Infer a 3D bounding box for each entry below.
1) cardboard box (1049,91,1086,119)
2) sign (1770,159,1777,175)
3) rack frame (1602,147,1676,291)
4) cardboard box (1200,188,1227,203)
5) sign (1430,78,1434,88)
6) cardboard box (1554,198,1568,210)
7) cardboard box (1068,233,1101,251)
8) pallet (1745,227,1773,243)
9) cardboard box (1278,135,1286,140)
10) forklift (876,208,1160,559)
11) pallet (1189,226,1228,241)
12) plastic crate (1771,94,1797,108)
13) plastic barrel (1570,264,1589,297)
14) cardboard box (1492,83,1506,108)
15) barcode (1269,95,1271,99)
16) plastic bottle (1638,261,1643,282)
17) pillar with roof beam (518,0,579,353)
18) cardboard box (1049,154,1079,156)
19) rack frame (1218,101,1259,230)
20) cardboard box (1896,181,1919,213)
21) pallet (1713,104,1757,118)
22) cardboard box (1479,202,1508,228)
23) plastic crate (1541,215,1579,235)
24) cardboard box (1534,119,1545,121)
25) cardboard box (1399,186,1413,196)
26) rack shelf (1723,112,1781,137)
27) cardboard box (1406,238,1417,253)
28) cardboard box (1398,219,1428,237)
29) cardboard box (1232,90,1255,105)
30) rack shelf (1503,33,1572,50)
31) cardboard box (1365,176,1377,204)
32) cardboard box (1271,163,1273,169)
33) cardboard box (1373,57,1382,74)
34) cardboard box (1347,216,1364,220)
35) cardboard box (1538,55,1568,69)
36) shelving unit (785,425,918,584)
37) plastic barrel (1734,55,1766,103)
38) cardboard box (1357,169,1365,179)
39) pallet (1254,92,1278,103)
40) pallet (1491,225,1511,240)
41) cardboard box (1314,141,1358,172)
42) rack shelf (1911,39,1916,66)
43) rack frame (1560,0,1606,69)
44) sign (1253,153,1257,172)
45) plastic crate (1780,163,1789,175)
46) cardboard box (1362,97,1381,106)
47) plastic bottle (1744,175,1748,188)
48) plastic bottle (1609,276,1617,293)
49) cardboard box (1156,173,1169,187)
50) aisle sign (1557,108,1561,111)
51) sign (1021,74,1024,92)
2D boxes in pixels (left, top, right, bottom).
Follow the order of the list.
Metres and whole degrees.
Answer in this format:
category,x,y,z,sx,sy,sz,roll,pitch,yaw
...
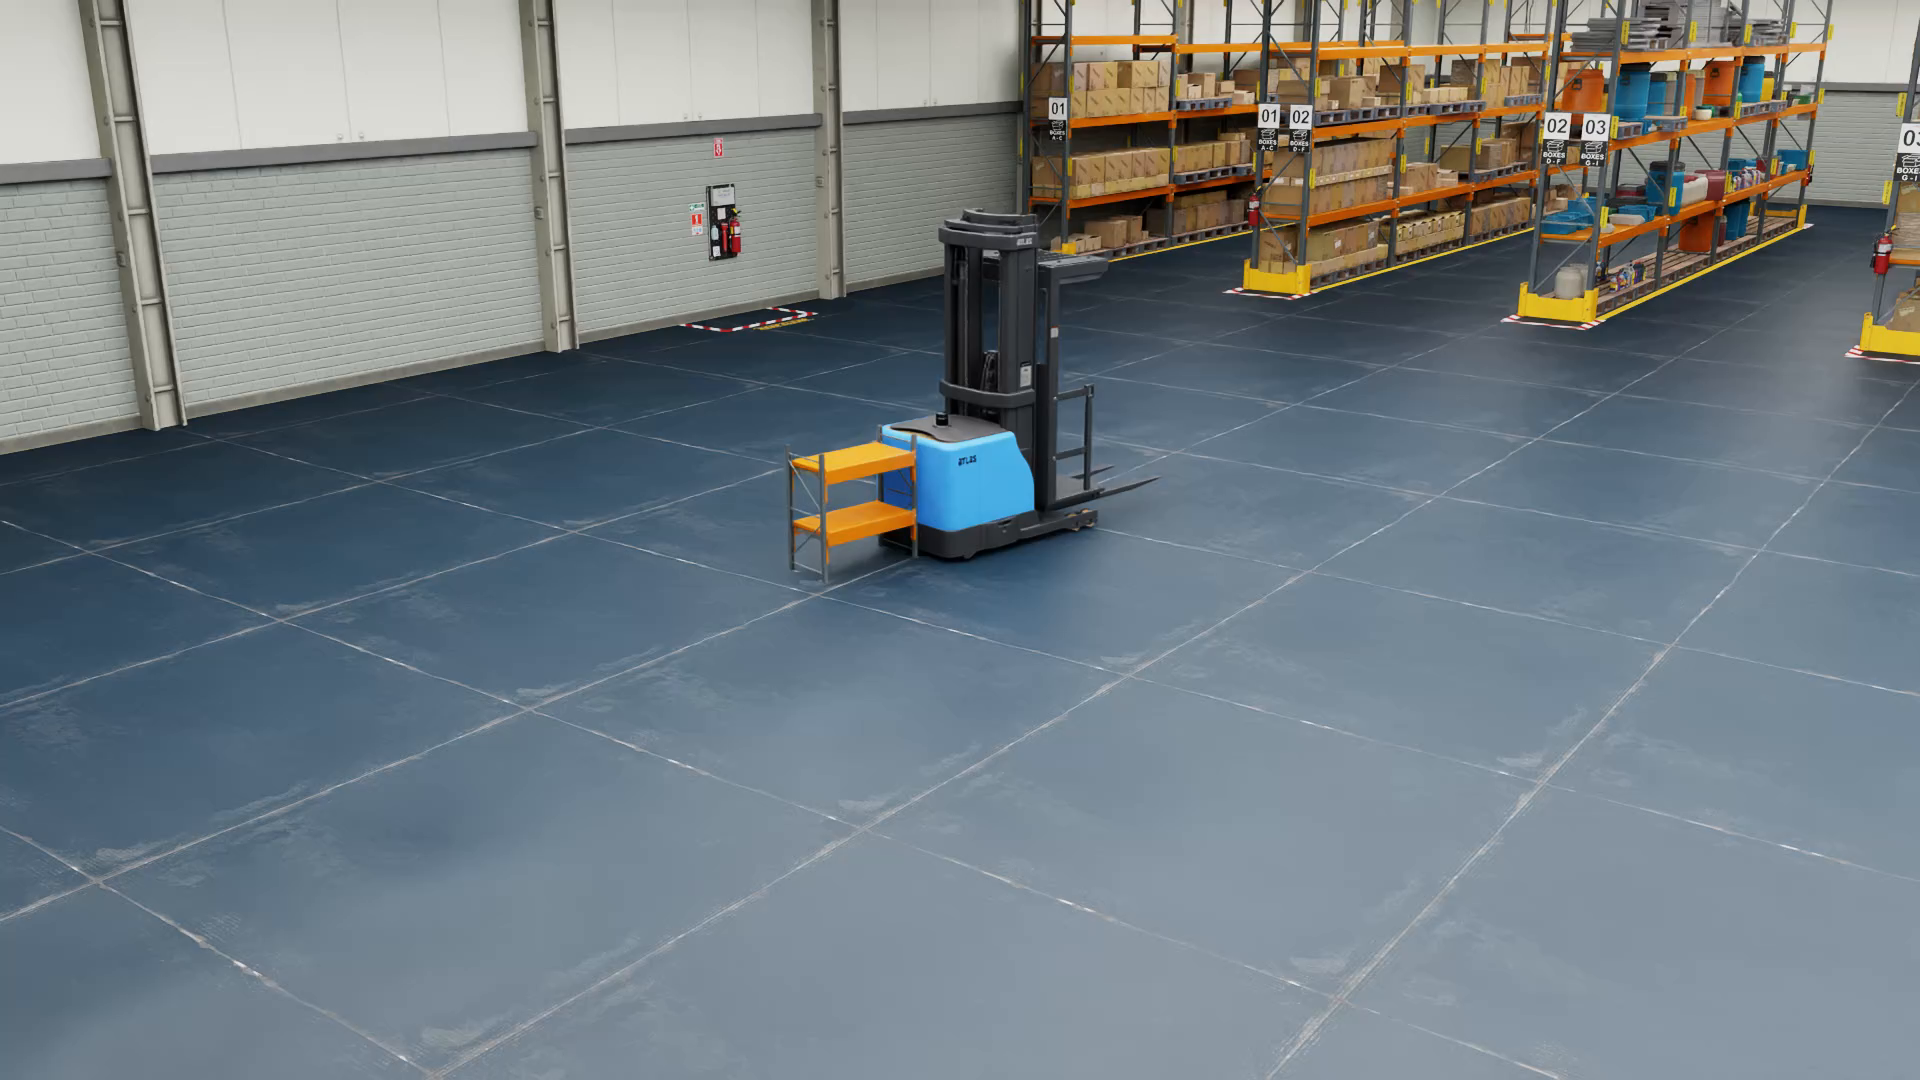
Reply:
category,x,y,z,sx,sy,sz,roll,pitch,yaw
cardboard box,2.041,-8.268,31.557,0.500,0.500,0.500,13,22,36
sign,17.188,-7.885,35.116,0.100,0.325,0.005,12,21,35
rack frame,11.980,-5.945,29.336,1.000,3.000,0.127,12,21,35
cardboard box,5.630,-7.717,37.252,0.500,0.250,0.500,13,21,36
sign,9.953,-9.550,35.014,0.100,0.325,0.005,12,21,35
cardboard box,14.438,-8.182,40.435,0.500,0.250,0.500,12,21,35
cardboard box,2.465,-5.954,33.156,0.500,0.311,0.500,15,22,39
pallet,17.154,-6.701,36.472,1.003,0.211,1.213,12,21,35
cardboard box,7.205,-9.397,38.483,0.500,0.250,0.500,12,21,34
forklift,0.657,-1.581,15.399,3.031,2.935,1.130,-15,23,-41
pallet,5.213,-6.841,36.925,1.003,0.211,1.213,12,21,35
plastic crate,17.707,-9.468,35.843,0.497,0.269,0.590,12,21,35
plastic barrel,10.226,-4.294,27.508,0.421,0.512,0.421,0,17,0
cardboard box,11.235,-9.609,35.910,0.910,0.500,0.500,12,21,35
barcode,5.414,-7.735,29.065,0.001,0.075,0.075,12,21,35
plastic bottle,11.828,-4.686,29.006,0.144,0.351,0.185,12,21,33
pillar with roof beam,-2.330,-6.309,20.392,9.100,9.000,0.400,12,21,35
cardboard box,2.059,-7.307,32.677,0.500,0.500,0.500,13,21,35
rack frame,6.407,-8.648,38.041,1.000,3.000,0.127,12,21,35
cardboard box,13.704,-4.959,23.805,0.500,0.500,0.500,12,21,35
pallet,14.898,-8.405,32.518,1.003,0.211,1.213,12,21,35
cardboard box,11.806,-7.218,36.907,0.500,0.500,0.500,12,21,33
plastic crate,9.655,-5.093,26.844,0.499,0.251,0.616,12,21,35
cardboard box,14.071,-9.901,40.222,0.500,0.500,0.500,13,21,35
cardboard box,8.697,-6.876,32.758,0.380,0.149,0.250,12,21,35
rack shelf,15.555,-8.463,33.600,1.077,0.370,4.000,12,21,35
cardboard box,8.750,-5.882,33.063,0.500,0.250,0.500,13,22,36
cardboard box,9.061,-6.273,33.374,0.500,0.311,0.500,12,21,33
cardboard box,6.195,-9.829,36.901,0.500,0.311,0.500,12,21,35
rack shelf,13.963,-11.723,39.045,1.077,0.370,4.000,12,21,35
cardboard box,7.436,-6.635,31.391,0.700,0.500,0.500,12,21,34
cardboard box,7.173,-8.682,38.540,0.380,0.149,0.250,13,22,36
cardboard box,10.346,-12.056,42.067,0.500,0.500,0.500,11,21,32
cardboard box,7.477,-6.012,32.214,0.500,0.500,0.500,12,21,35
cardboard box,13.911,-11.167,39.240,0.700,0.500,0.500,12,21,35
shelving unit,-0.927,-0.324,14.395,1.048,1.125,0.538,-15,23,-41
plastic barrel,15.853,-9.289,33.494,0.600,0.901,0.708,12,21,35
cardboard box,7.257,-6.774,30.743,0.380,0.149,0.250,13,22,36
pallet,6.748,-10.153,38.149,1.213,0.211,1.003,14,22,37
pallet,11.591,-6.903,37.122,1.003,0.211,1.213,12,21,35
cardboard box,6.848,-7.023,30.452,0.700,0.500,0.500,12,21,35
rack shelf,14.766,-7.113,24.201,1.077,0.370,4.000,12,21,35
rack frame,15.155,-12.544,40.472,1.000,3.000,0.127,12,21,35
sign,5.194,-6.634,29.202,0.100,0.325,0.005,12,21,35
plastic crate,18.113,-8.217,36.835,0.416,0.233,0.300,12,21,35
cardboard box,7.505,-8.066,30.586,0.380,0.149,0.250,12,21,35
plastic bottle,16.035,-7.346,34.056,0.152,0.276,0.135,12,21,35
plastic bottle,10.928,-4.276,27.821,0.097,0.271,0.097,0,17,0
cardboard box,3.985,-7.467,34.457,0.500,0.250,0.500,12,21,35
aisle sign,14.959,-10.989,41.195,0.394,0.787,0.004,12,21,35
sign,1.207,-8.701,31.661,0.100,0.325,0.005,12,21,35
